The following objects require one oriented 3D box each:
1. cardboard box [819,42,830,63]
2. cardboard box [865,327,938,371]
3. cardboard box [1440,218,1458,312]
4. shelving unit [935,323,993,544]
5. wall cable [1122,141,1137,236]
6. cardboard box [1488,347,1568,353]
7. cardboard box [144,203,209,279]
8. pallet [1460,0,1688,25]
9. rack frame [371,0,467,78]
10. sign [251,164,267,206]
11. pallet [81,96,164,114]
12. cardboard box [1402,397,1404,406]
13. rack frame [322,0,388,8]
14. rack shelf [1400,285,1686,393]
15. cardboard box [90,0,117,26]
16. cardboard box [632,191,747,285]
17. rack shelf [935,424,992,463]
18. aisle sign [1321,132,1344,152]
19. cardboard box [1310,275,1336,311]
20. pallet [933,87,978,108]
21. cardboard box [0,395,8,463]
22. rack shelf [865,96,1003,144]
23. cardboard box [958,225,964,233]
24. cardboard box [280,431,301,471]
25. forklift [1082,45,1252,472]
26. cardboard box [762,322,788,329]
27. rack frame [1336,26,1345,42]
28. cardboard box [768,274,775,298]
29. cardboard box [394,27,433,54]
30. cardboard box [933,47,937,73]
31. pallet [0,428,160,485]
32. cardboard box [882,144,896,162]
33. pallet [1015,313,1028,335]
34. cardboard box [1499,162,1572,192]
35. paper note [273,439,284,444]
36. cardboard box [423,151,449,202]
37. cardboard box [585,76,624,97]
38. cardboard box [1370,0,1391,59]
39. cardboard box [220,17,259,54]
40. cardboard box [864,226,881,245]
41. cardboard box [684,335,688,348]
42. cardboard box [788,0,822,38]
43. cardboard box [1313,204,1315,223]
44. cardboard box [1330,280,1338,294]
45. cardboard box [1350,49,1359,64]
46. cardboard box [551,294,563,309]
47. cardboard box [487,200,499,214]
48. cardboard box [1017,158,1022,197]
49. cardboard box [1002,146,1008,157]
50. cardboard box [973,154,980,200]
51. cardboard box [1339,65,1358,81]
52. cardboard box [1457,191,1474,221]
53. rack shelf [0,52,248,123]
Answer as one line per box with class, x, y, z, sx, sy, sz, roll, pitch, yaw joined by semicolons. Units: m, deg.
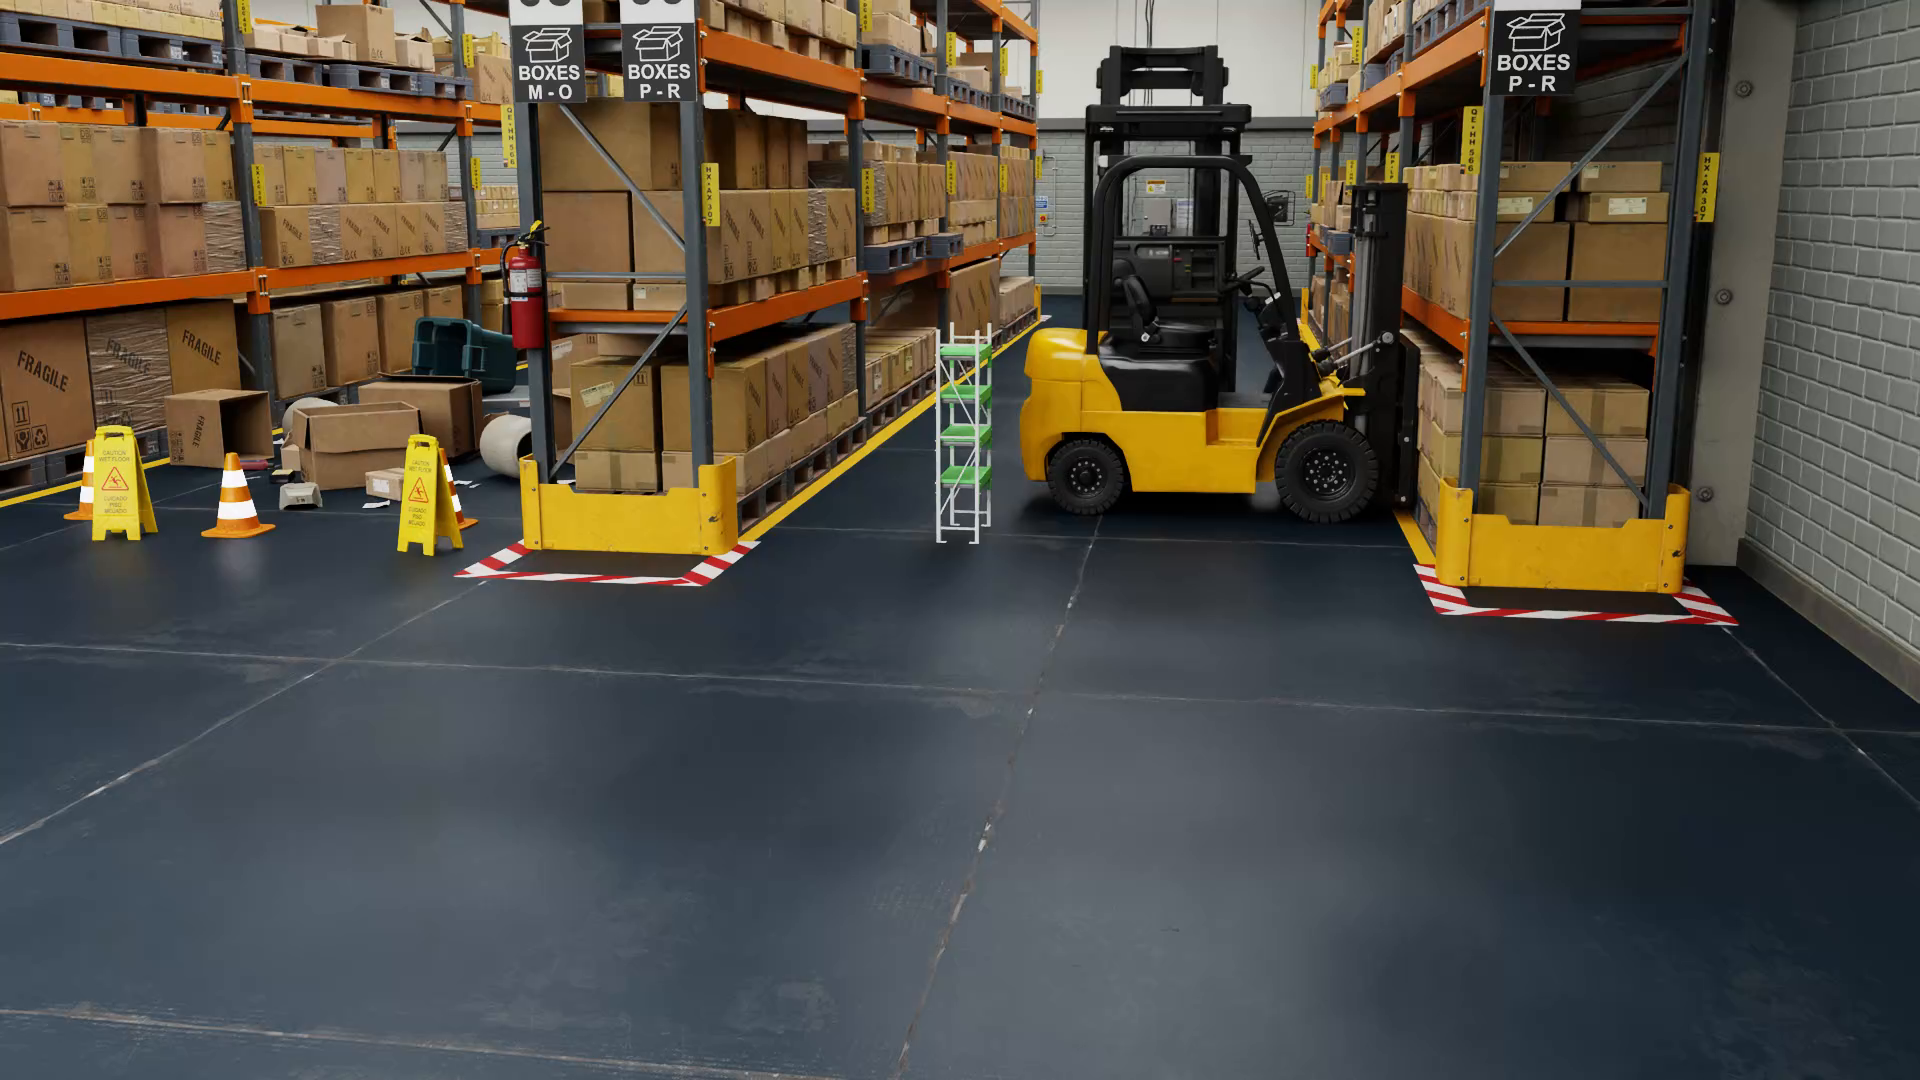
cardboard box;-1.130;-3.415;11.695;0.380;0.149;0.250;2;12;9
cardboard box;-0.723;-1.887;16.369;0.950;0.372;0.625;1;12;5
cardboard box;2.954;-1.526;9.215;0.500;0.500;0.500;2;12;10
shelving unit;0.025;-0.621;9.527;0.258;1.200;0.503;2;12;9
wall cable;2.851;-6.376;29.549;0.588;1.984;0.122;2;12;9
cardboard box;3.625;-1.121;10.732;0.500;0.250;0.500;2;12;9
cardboard box;-6.255;-2.271;12.555;0.875;0.550;0.550;2;12;9
pallet;3.183;-2.827;8.583;1.003;0.211;1.213;2;12;9
rack frame;-5.533;-6.155;16.695;1.000;3.000;0.127;2;12;9
sign;-5.599;-2.834;13.282;0.100;0.325;0.005;2;12;9
pallet;-10.203;-5.147;19.585;1.003;0.211;1.213;2;12;11
cardboard box;3.042;-0.791;10.388;0.500;0.250;0.500;2;12;8
rack frame;-9.188;-8.002;25.266;1.000;3.000;0.127;2;12;9
rack shelf;3.356;-1.323;10.218;1.077;0.370;4.000;2;12;9
cardboard box;-6.082;-3.636;11.489;0.380;0.149;0.250;2;12;8
cardboard box;-1.510;-1.702;9.327;0.500;0.500;0.500;2;12;8
rack shelf;0.025;-0.559;9.540;0.258;0.148;0.480;2;12;9
aisle sign;5.230;-5.883;23.502;0.394;0.787;0.004;2;12;9
cardboard box;5.322;-3.449;23.308;0.797;0.503;0.637;1;12;6
pallet;-0.411;-4.826;18.095;1.003;0.211;1.213;2;12;11
cardboard box;-6.724;-0.867;10.444;0.875;0.875;0.875;2;12;9
rack shelf;-0.319;-4.614;18.372;1.077;0.370;4.000;2;12;9
cardboard box;-0.241;-3.211;17.630;0.500;0.250;0.500;2;12;7
cardboard box;-4.593;-0.636;11.814;0.396;0.266;0.258;4;13;18
forklift;1.407;-1.958;11.623;1.130;2.935;3.031;1;12;3
cardboard box;-1.599;-1.364;12.454;0.500;0.500;0.500;2;12;11
rack frame;4.894;-6.689;19.170;1.000;3.000;0.127;2;12;9
cardboard box;-1.363;-1.571;10.260;0.380;0.149;0.250;2;12;10
cardboard box;-5.727;-5.205;17.350;0.396;0.266;0.258;2;12;9
cardboard box;-0.433;-5.462;19.366;0.500;0.500;0.500;2;12;8
pallet;-6.528;-0.616;11.853;1.003;0.211;1.213;2;12;9
cardboard box;-0.754;-3.283;14.128;0.380;0.149;0.250;3;12;12
pallet;0.368;-2.963;22.743;1.003;0.211;1.213;2;12;9
cardboard box;2.895;-1.851;8.478;0.380;0.149;0.250;2;12;9
paper note;-5.357;-0.770;12.991;0.147;0.020;0.142;-7;14;-30
cardboard box;-5.612;-3.667;16.779;0.700;0.500;0.500;2;12;8
cardboard box;-4.607;-5.785;21.267;0.500;0.250;0.500;2;12;11
cardboard box;3.948;-4.442;14.391;0.700;0.500;0.500;2;12;8
cardboard box;-6.198;-4.189;13.815;0.500;0.250;0.500;2;12;9
cardboard box;-0.844;-2.438;13.286;0.380;0.149;0.250;2;12;9
cardboard box;-1.917;-1.324;10.726;0.380;0.149;0.250;2;12;11
cardboard box;-1.213;-3.478;11.040;0.500;0.250;0.500;2;12;8
cardboard box;5.096;-4.470;22.765;0.500;0.250;0.500;2;12;9
cardboard box;4.576;-2.990;19.646;0.380;0.149;0.250;2;12;11
cardboard box;4.239;-5.008;17.194;0.380;0.149;0.250;2;12;9
cardboard box;-4.945;-2.663;19.667;0.500;0.500;0.500;2;12;7
cardboard box;-5.221;-3.601;17.977;0.380;0.149;0.250;2;12;11
cardboard box;0.555;-4.861;22.319;0.500;0.500;0.500;2;12;8
cardboard box;0.414;-4.986;21.360;0.380;0.149;0.250;2;12;8
cardboard box;-0.066;-4.031;18.469;0.500;0.500;0.500;2;12;10
cardboard box;4.244;-4.984;17.740;0.380;0.149;0.250;2;12;10
cardboard box;2.835;-1.759;8.760;0.380;0.149;0.250;2;12;10
rack shelf;-6.456;-3.088;11.291;1.077;0.370;4.000;2;12;9
